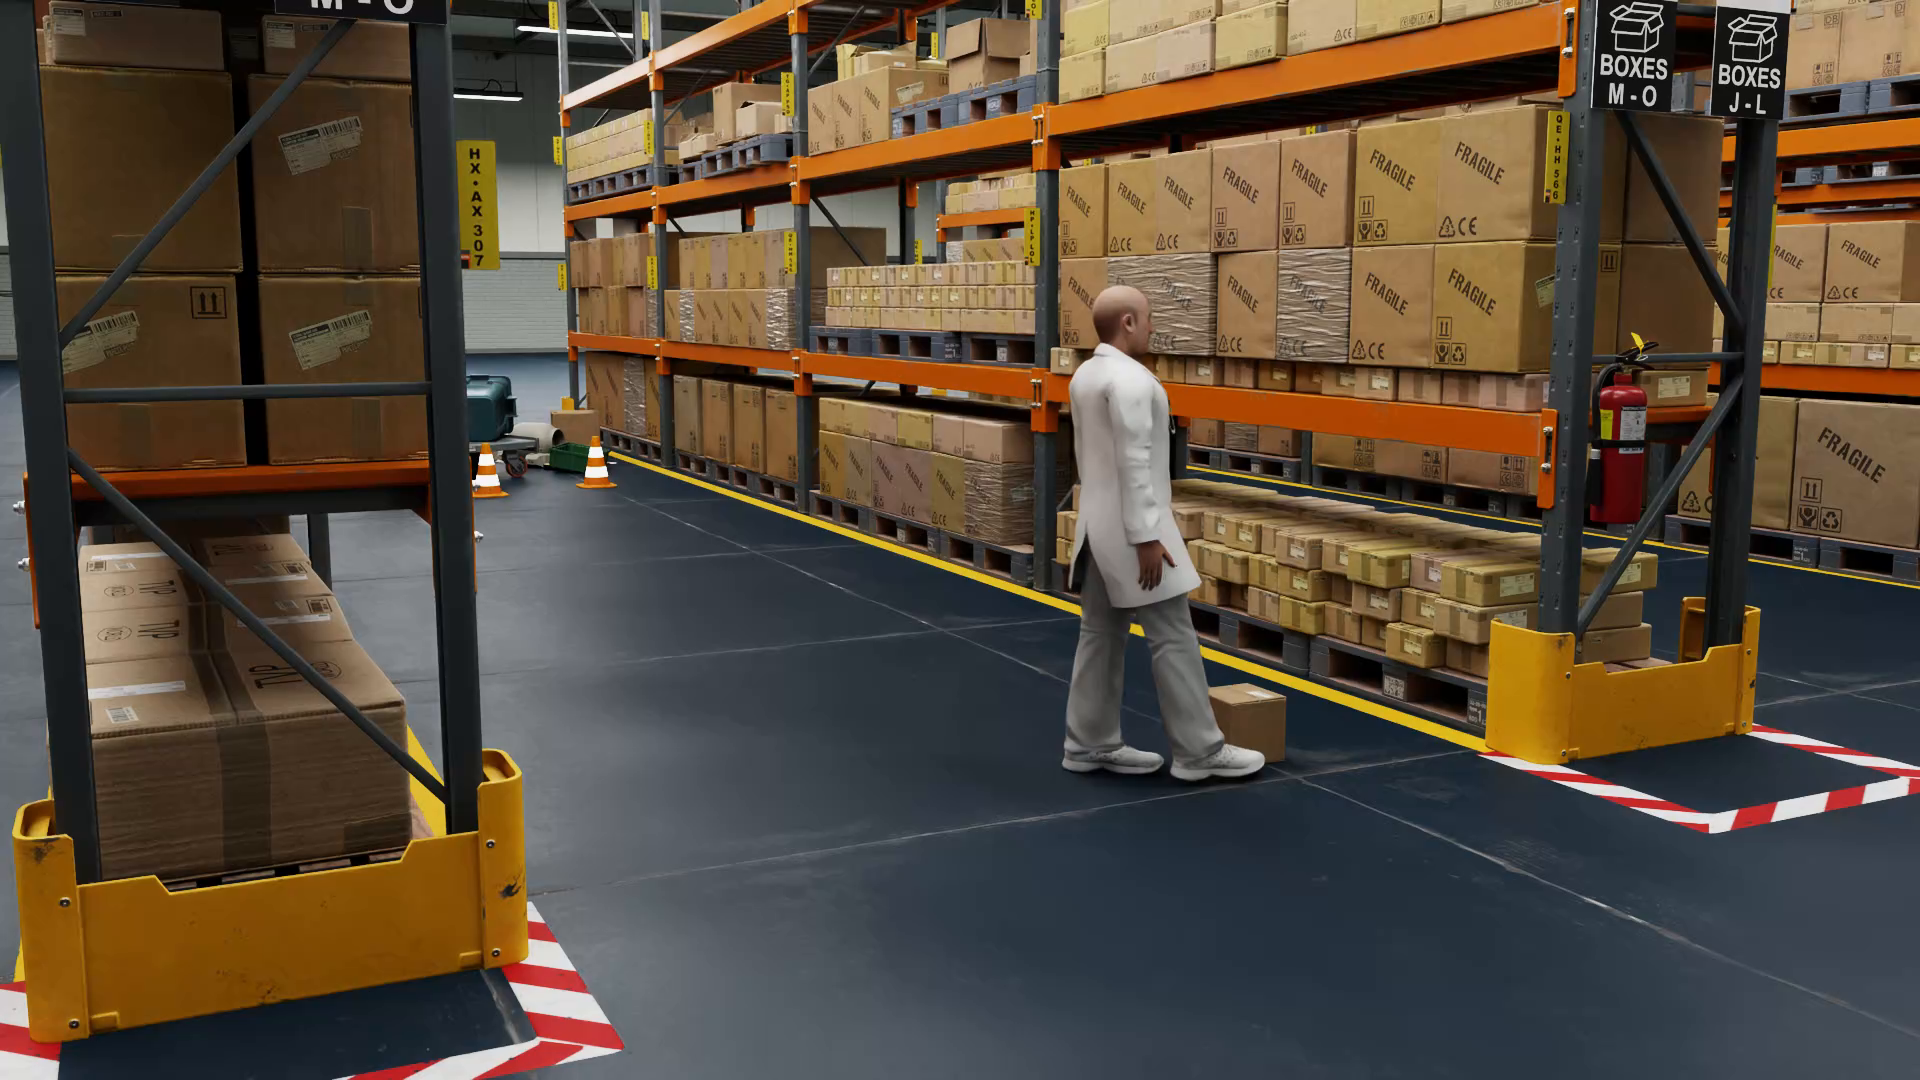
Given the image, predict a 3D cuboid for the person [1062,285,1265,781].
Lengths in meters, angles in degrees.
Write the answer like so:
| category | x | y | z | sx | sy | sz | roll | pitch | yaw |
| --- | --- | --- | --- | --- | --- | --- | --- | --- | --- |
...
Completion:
| category | x | y | z | sx | sy | sz | roll | pitch | yaw |
| --- | --- | --- | --- | --- | --- | --- | --- | --- | --- |
| person | 3.074 | -1.203 | 14.063 | 10.118 | 1.777 | 14.618 | -3 | 9 | -18 |
